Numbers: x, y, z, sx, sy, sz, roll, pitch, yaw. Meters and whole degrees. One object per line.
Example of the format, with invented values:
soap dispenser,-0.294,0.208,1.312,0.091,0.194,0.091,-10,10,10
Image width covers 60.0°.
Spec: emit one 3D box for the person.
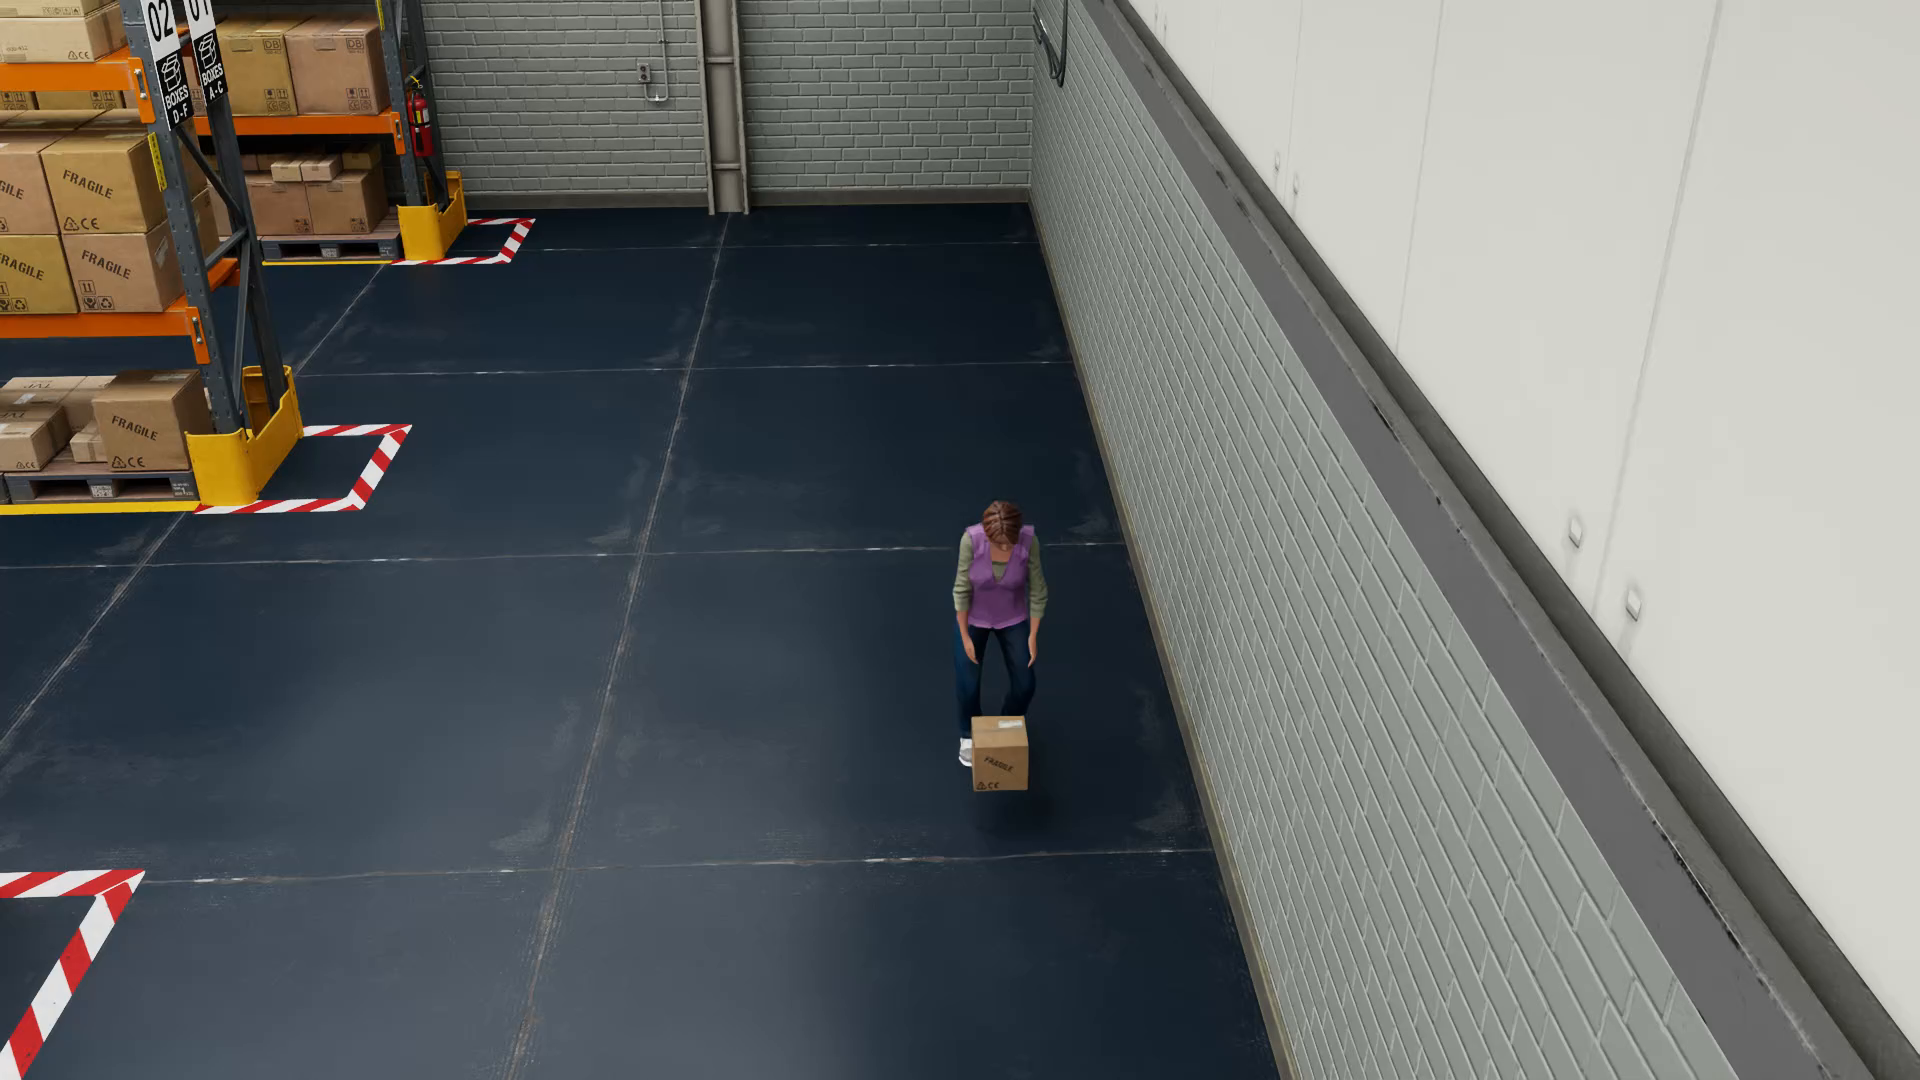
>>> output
person,0.188,0.429,7.975,0.447,1.466,0.496,-1,28,-2
